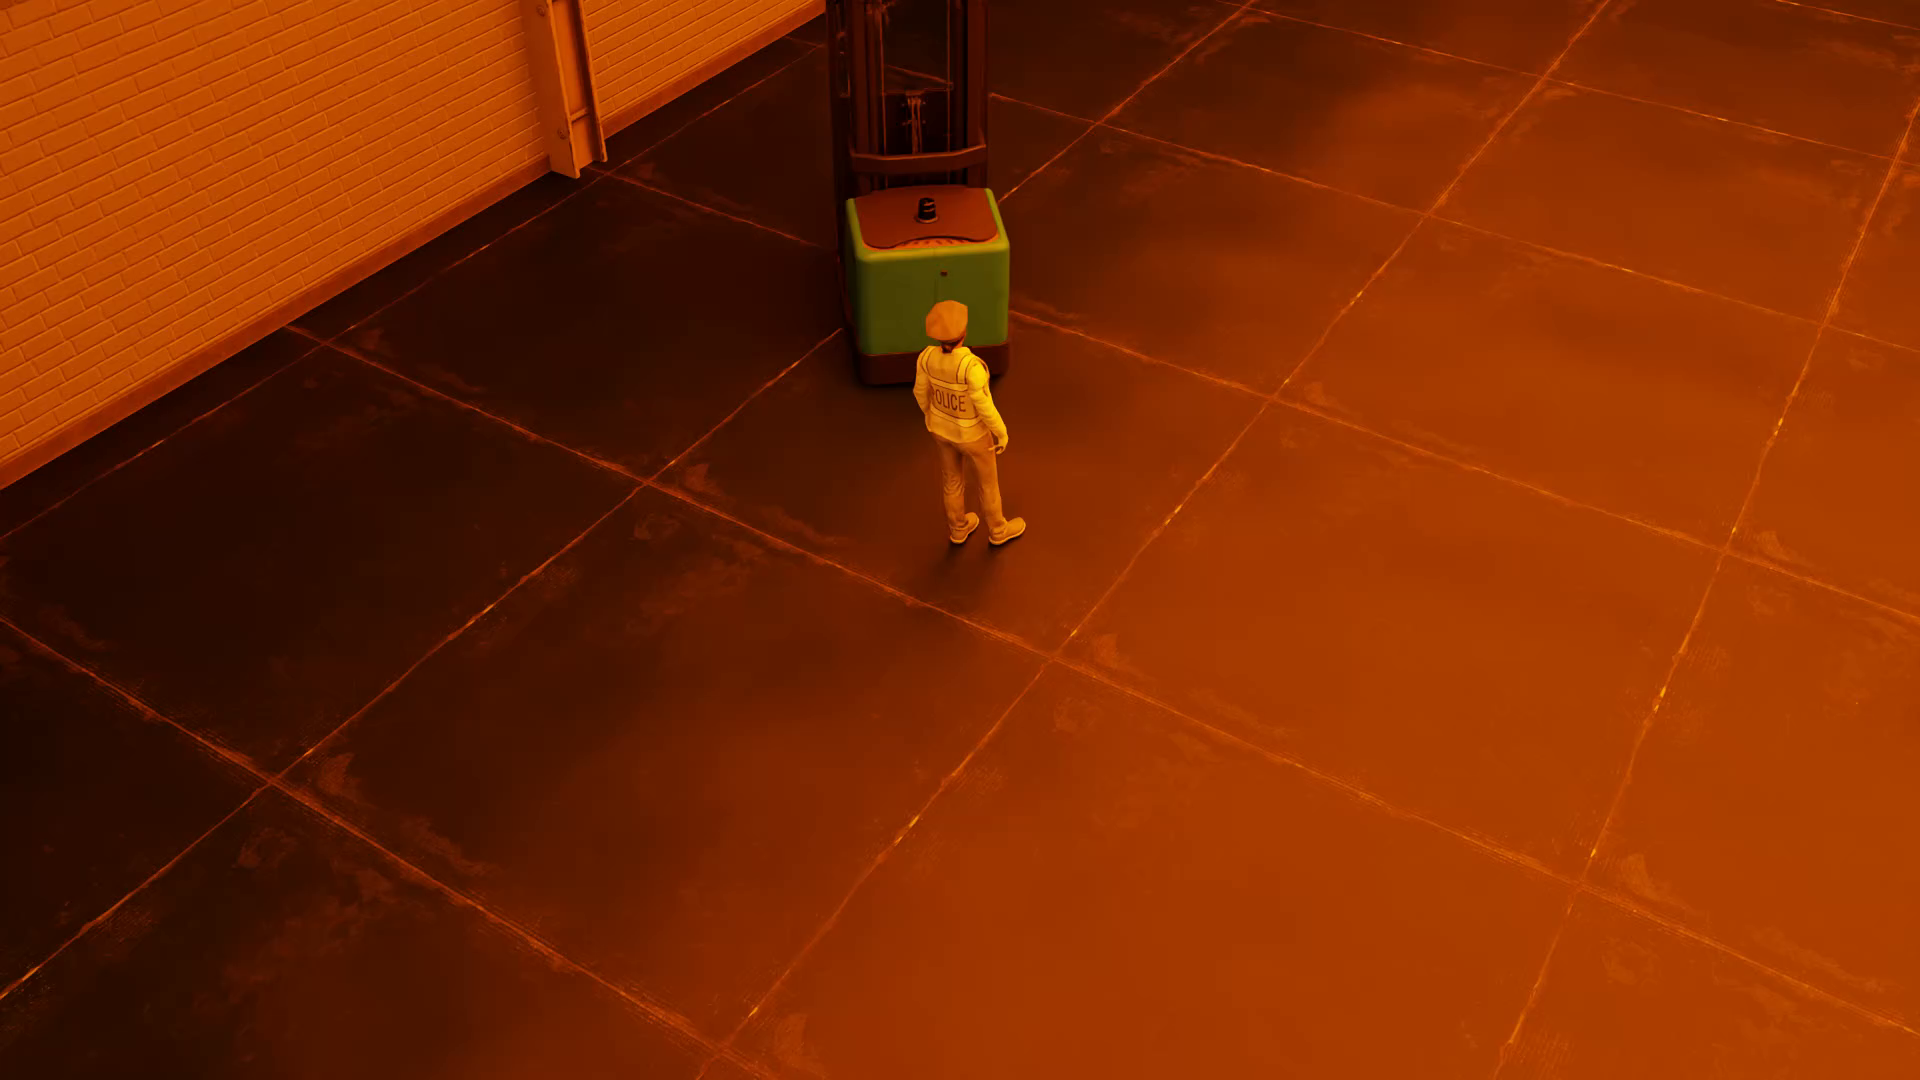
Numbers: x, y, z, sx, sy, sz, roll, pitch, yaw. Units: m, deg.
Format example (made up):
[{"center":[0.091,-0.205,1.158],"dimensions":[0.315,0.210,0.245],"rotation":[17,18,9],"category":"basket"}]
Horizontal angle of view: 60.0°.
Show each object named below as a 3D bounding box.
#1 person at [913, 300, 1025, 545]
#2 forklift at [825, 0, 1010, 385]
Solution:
[{"center":[0.041,-0.686,9.722],"dimensions":[0.588,1.696,0.533],"rotation":[22,45,24],"category":"person"},{"center":[-0.383,-3.133,11.664],"dimensions":[1.130,2.935,3.031],"rotation":[-5,41,-6],"category":"forklift"}]
